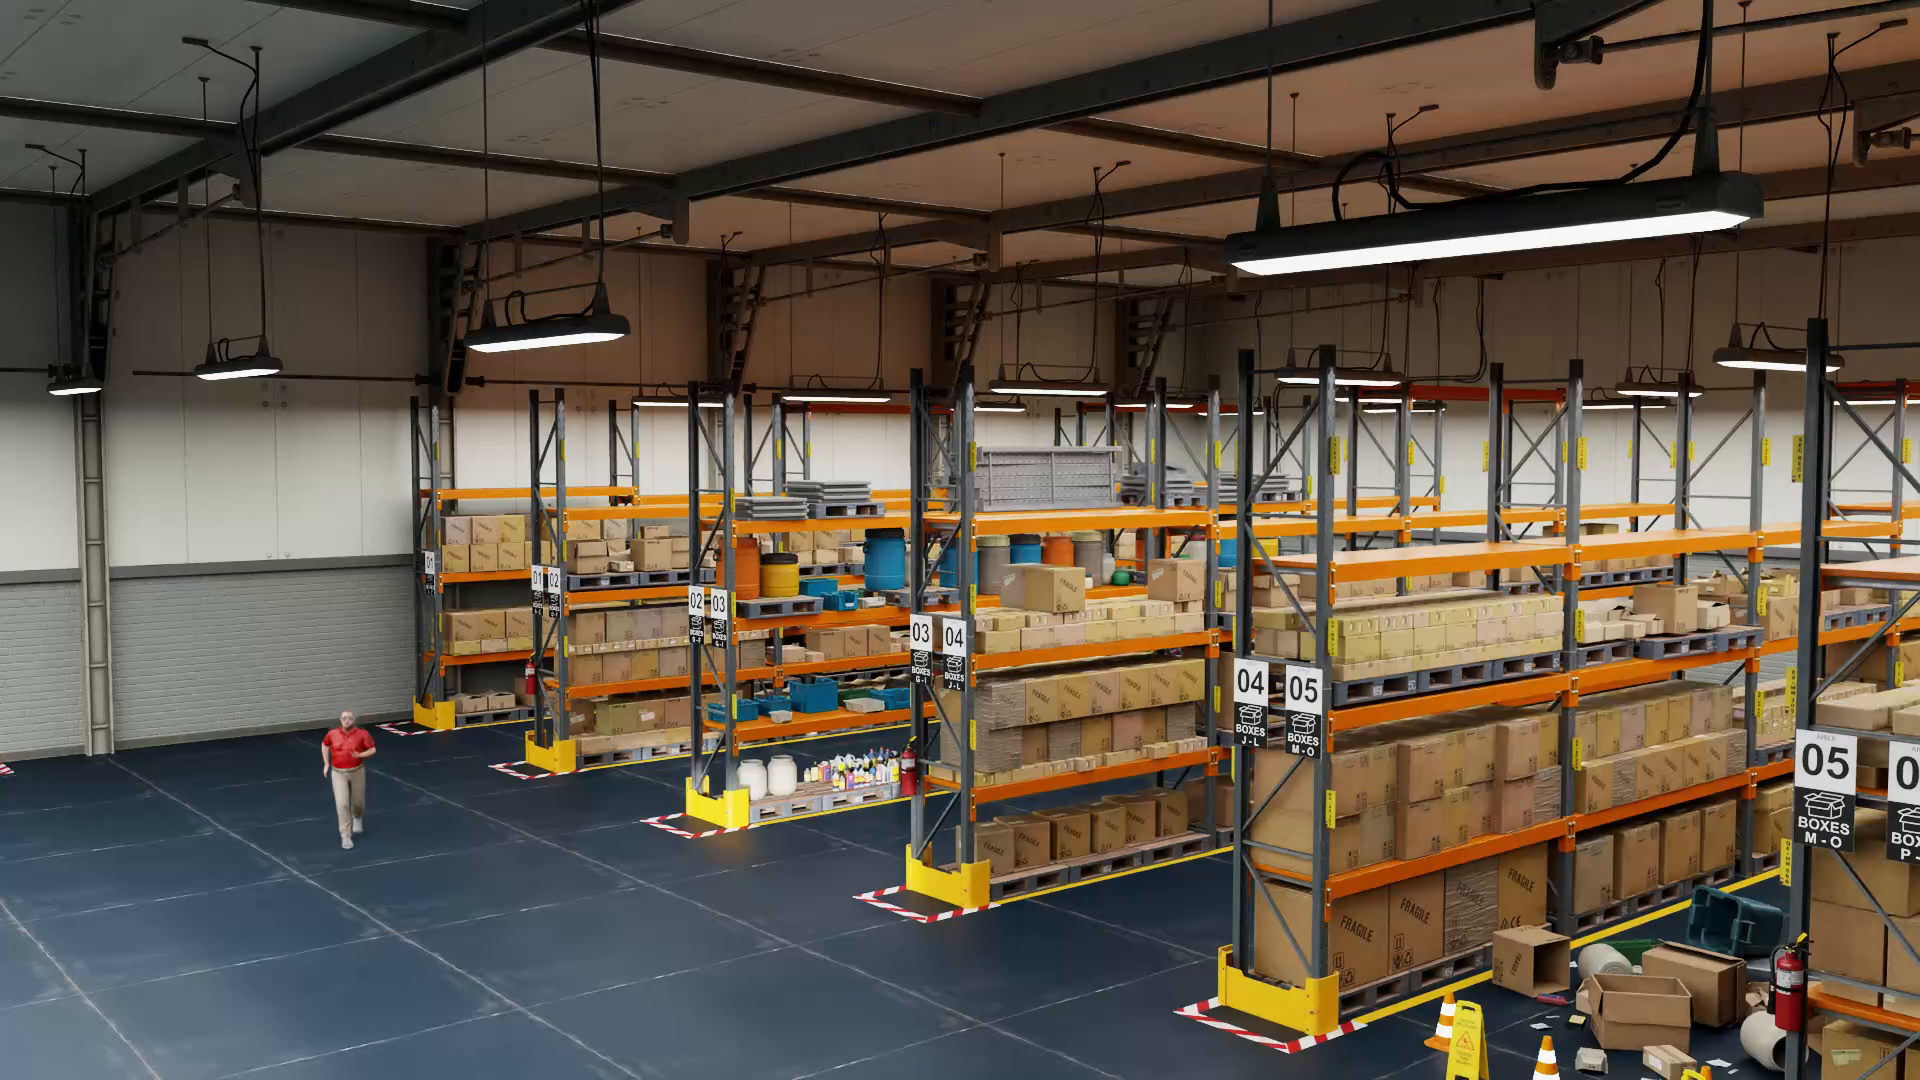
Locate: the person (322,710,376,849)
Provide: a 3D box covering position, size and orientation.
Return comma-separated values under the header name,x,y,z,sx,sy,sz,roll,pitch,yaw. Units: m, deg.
name,x,y,z,sx,sy,sz,roll,pitch,yaw
person,-7.837,3.022,21.337,0.663,1.712,0.951,-1,4,-19
